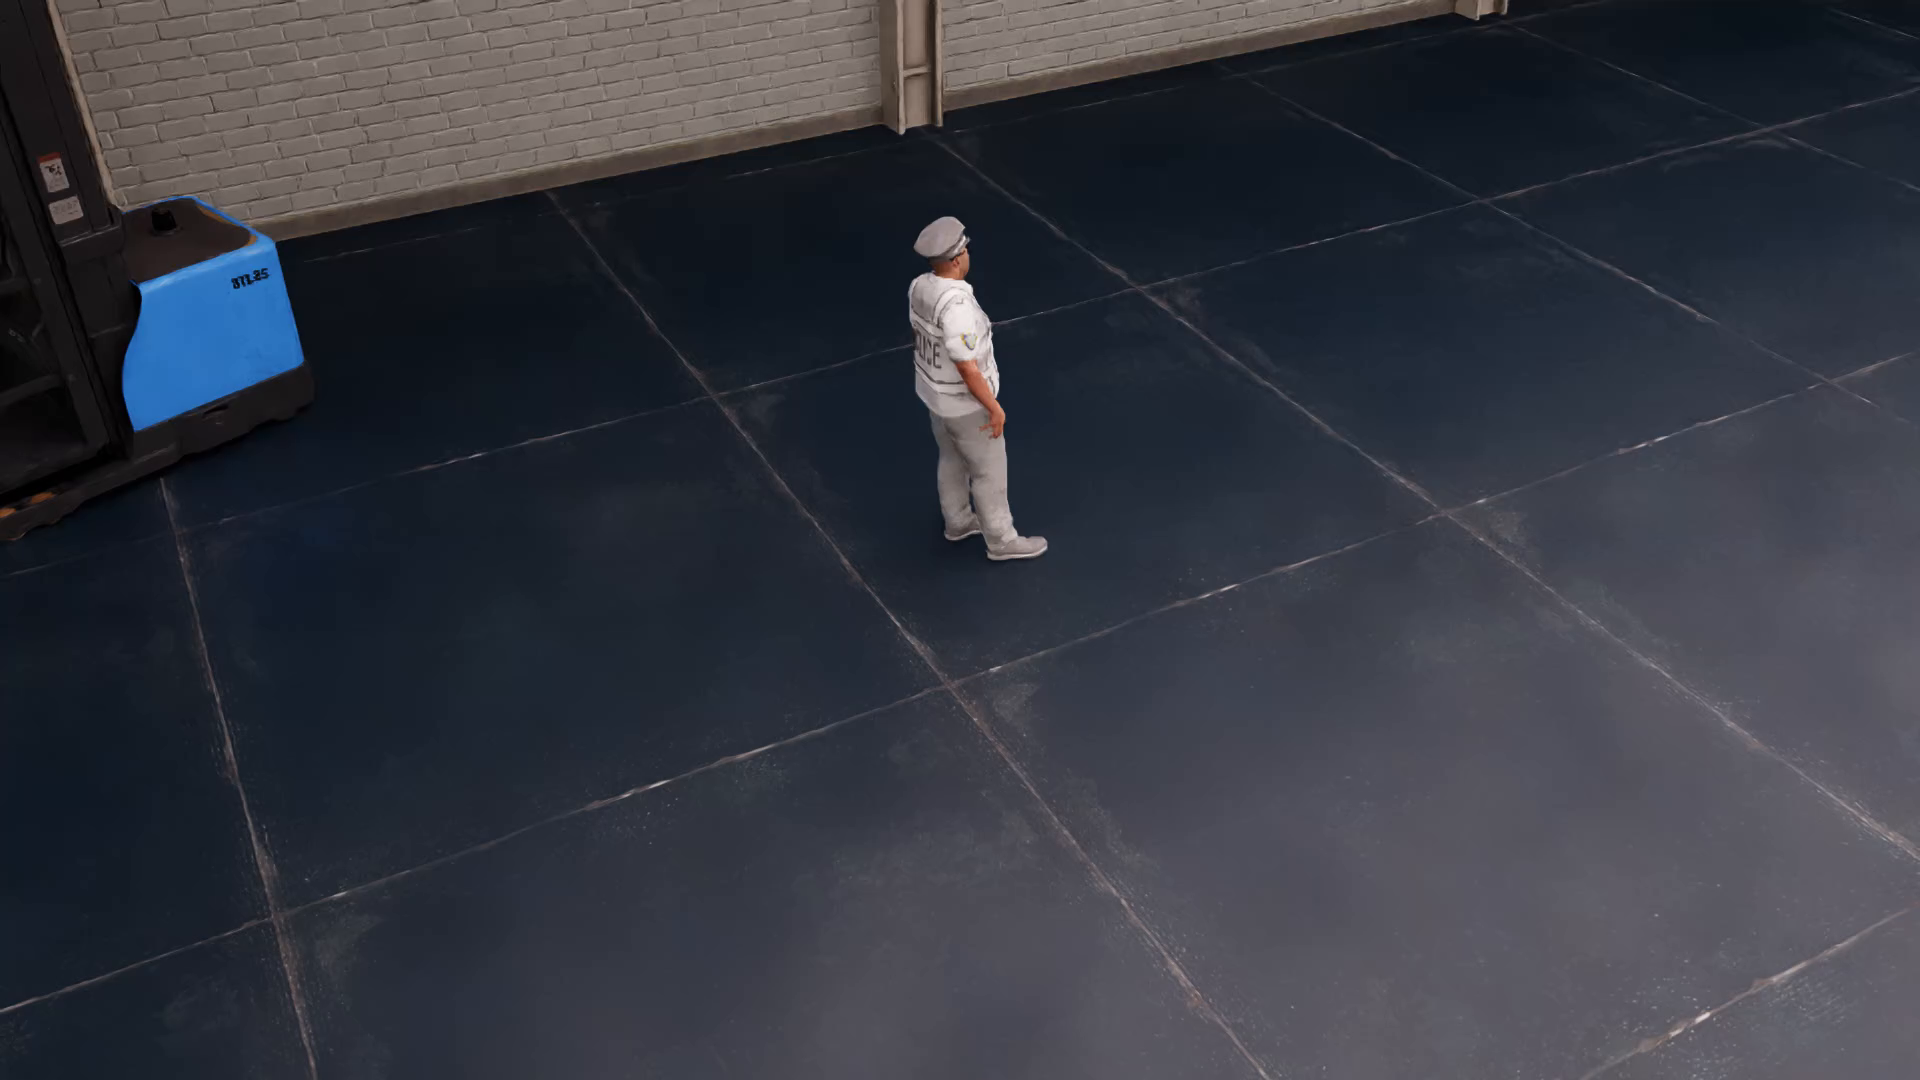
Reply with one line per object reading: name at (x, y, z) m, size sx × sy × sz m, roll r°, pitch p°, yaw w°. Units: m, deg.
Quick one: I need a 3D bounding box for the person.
person at (0.074, -0.749, 8.165) m, size 0.574 × 1.781 × 0.640 m, roll -17°, pitch 39°, yaw -23°

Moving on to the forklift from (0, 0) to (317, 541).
forklift at (-5.121, -1.526, 8.282) m, size 1.130 × 2.935 × 3.031 m, roll 27°, pitch 44°, yaw 33°
